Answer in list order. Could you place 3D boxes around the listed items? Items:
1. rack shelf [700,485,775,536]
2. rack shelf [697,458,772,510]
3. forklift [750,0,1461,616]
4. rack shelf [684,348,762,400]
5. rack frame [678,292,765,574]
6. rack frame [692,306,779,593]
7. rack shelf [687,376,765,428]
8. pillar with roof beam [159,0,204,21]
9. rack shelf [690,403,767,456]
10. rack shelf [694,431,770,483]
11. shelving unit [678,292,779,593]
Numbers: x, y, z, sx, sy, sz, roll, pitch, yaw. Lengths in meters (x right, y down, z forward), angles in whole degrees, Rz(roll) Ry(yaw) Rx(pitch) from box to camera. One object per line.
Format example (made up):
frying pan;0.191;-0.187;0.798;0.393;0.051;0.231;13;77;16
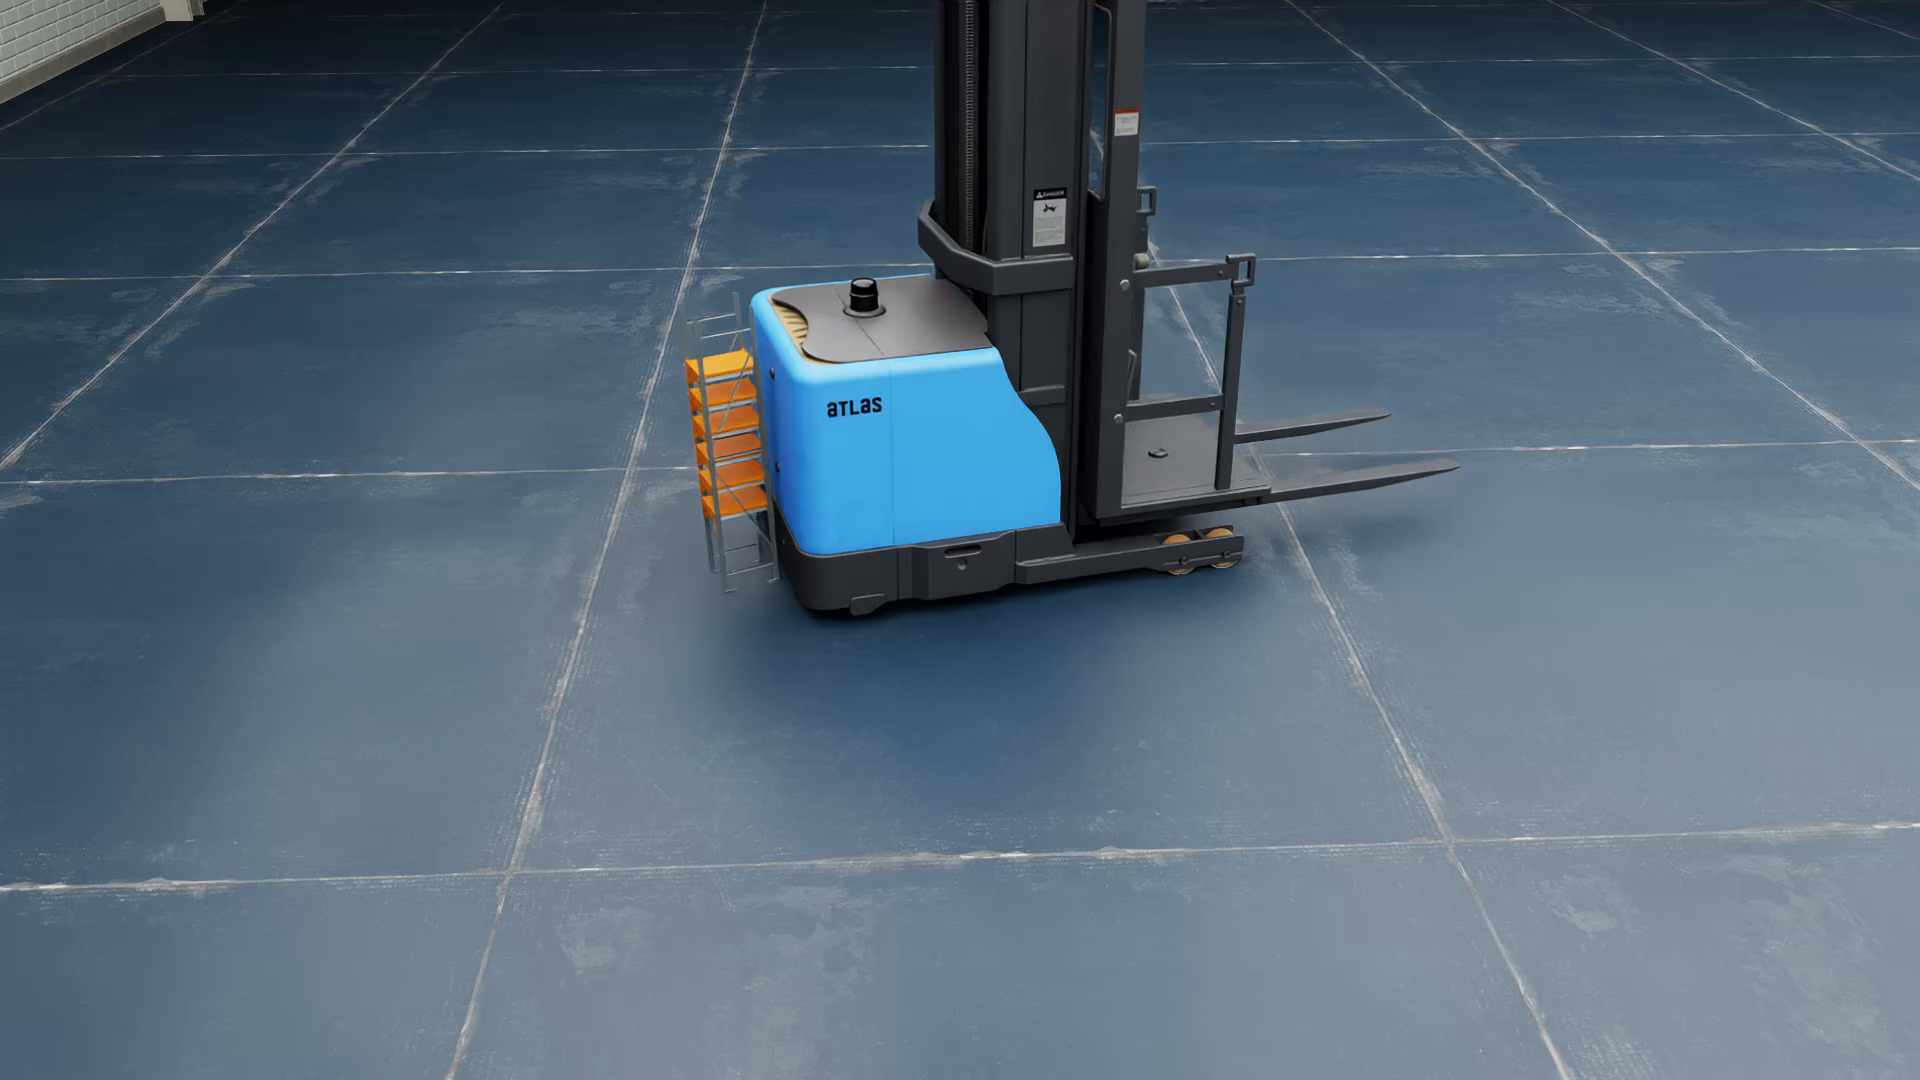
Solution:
rack shelf;-0.909;-0.126;6.798;0.258;0.103;0.180;-14;31;-21
rack shelf;-0.913;-0.231;6.740;0.258;0.103;0.180;-14;31;-21
forklift;0.689;-1.379;6.724;3.031;2.935;1.130;-8;29;-15
rack shelf;-0.928;-0.653;6.512;0.258;0.103;0.180;-14;31;-21
rack frame;-0.957;-0.414;6.736;0.240;1.200;0.006;-14;31;-21
rack frame;-0.879;-0.337;6.589;0.240;1.200;0.006;-14;31;-21
rack shelf;-0.924;-0.547;6.569;0.258;0.103;0.180;-14;31;-21
pillar with roof beam;-4.209;-9.821;16.348;9.100;9.000;0.400;-1;28;-3
rack shelf;-0.921;-0.442;6.626;0.258;0.103;0.180;-14;31;-21
rack shelf;-0.917;-0.337;6.683;0.258;0.103;0.180;-14;31;-21
shelving unit;-0.918;-0.376;6.662;0.258;1.200;0.189;-14;31;-21
